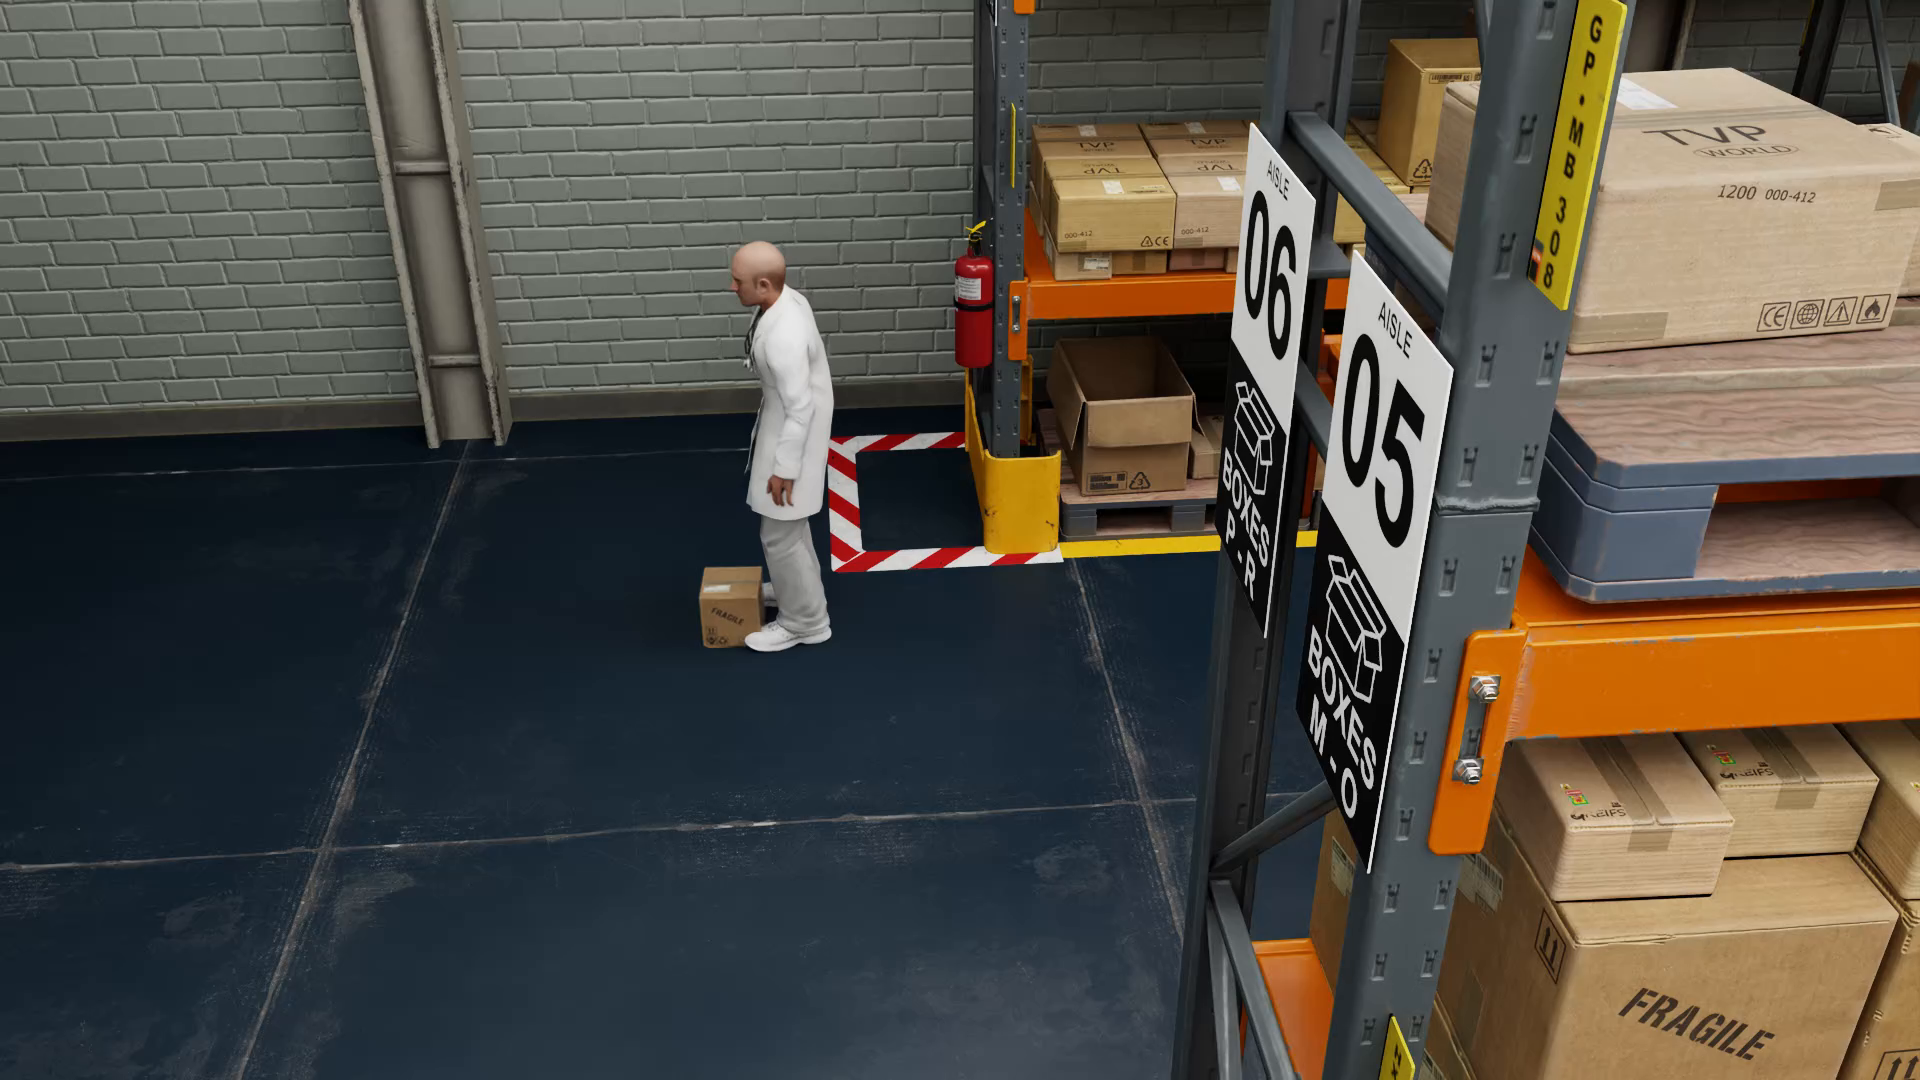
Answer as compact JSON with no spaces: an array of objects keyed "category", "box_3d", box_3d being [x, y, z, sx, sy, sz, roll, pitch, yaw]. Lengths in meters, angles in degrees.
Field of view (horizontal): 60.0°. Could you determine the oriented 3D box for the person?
[{"category":"person","box_3d":[-0.724,-0.383,6.793,0.428,1.772,0.638,-4,31,-7]}]
